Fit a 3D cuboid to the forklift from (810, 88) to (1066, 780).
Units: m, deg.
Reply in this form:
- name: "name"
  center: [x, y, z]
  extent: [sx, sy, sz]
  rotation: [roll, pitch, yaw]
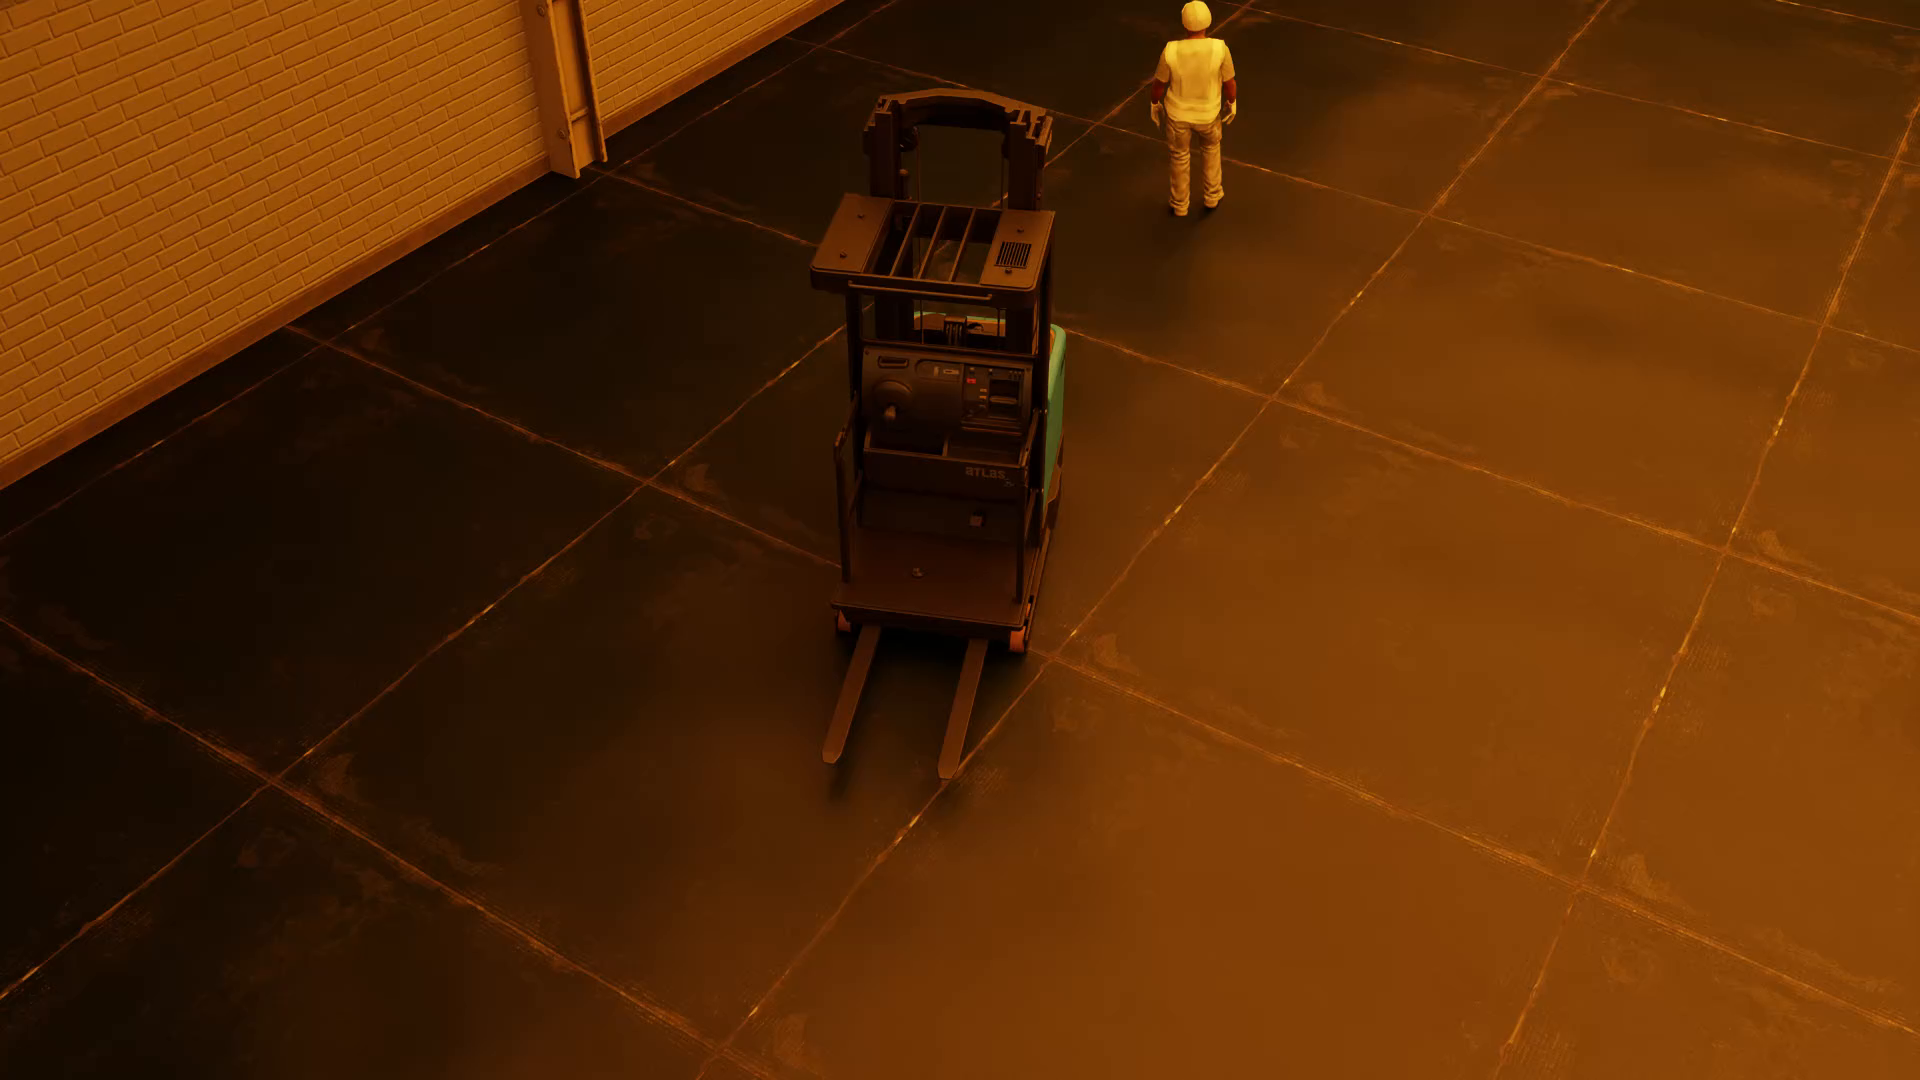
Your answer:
- name: "forklift"
  center: [-0.108, -0.731, 8.830]
  extent: [1.130, 2.935, 3.031]
  rotation: [7, 41, 8]

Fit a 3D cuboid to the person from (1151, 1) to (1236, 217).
- name: "person"
  center: [1.792, -3.333, 12.779]
  extent: [0.656, 1.778, 0.590]
  rotation: [5, 40, 5]
